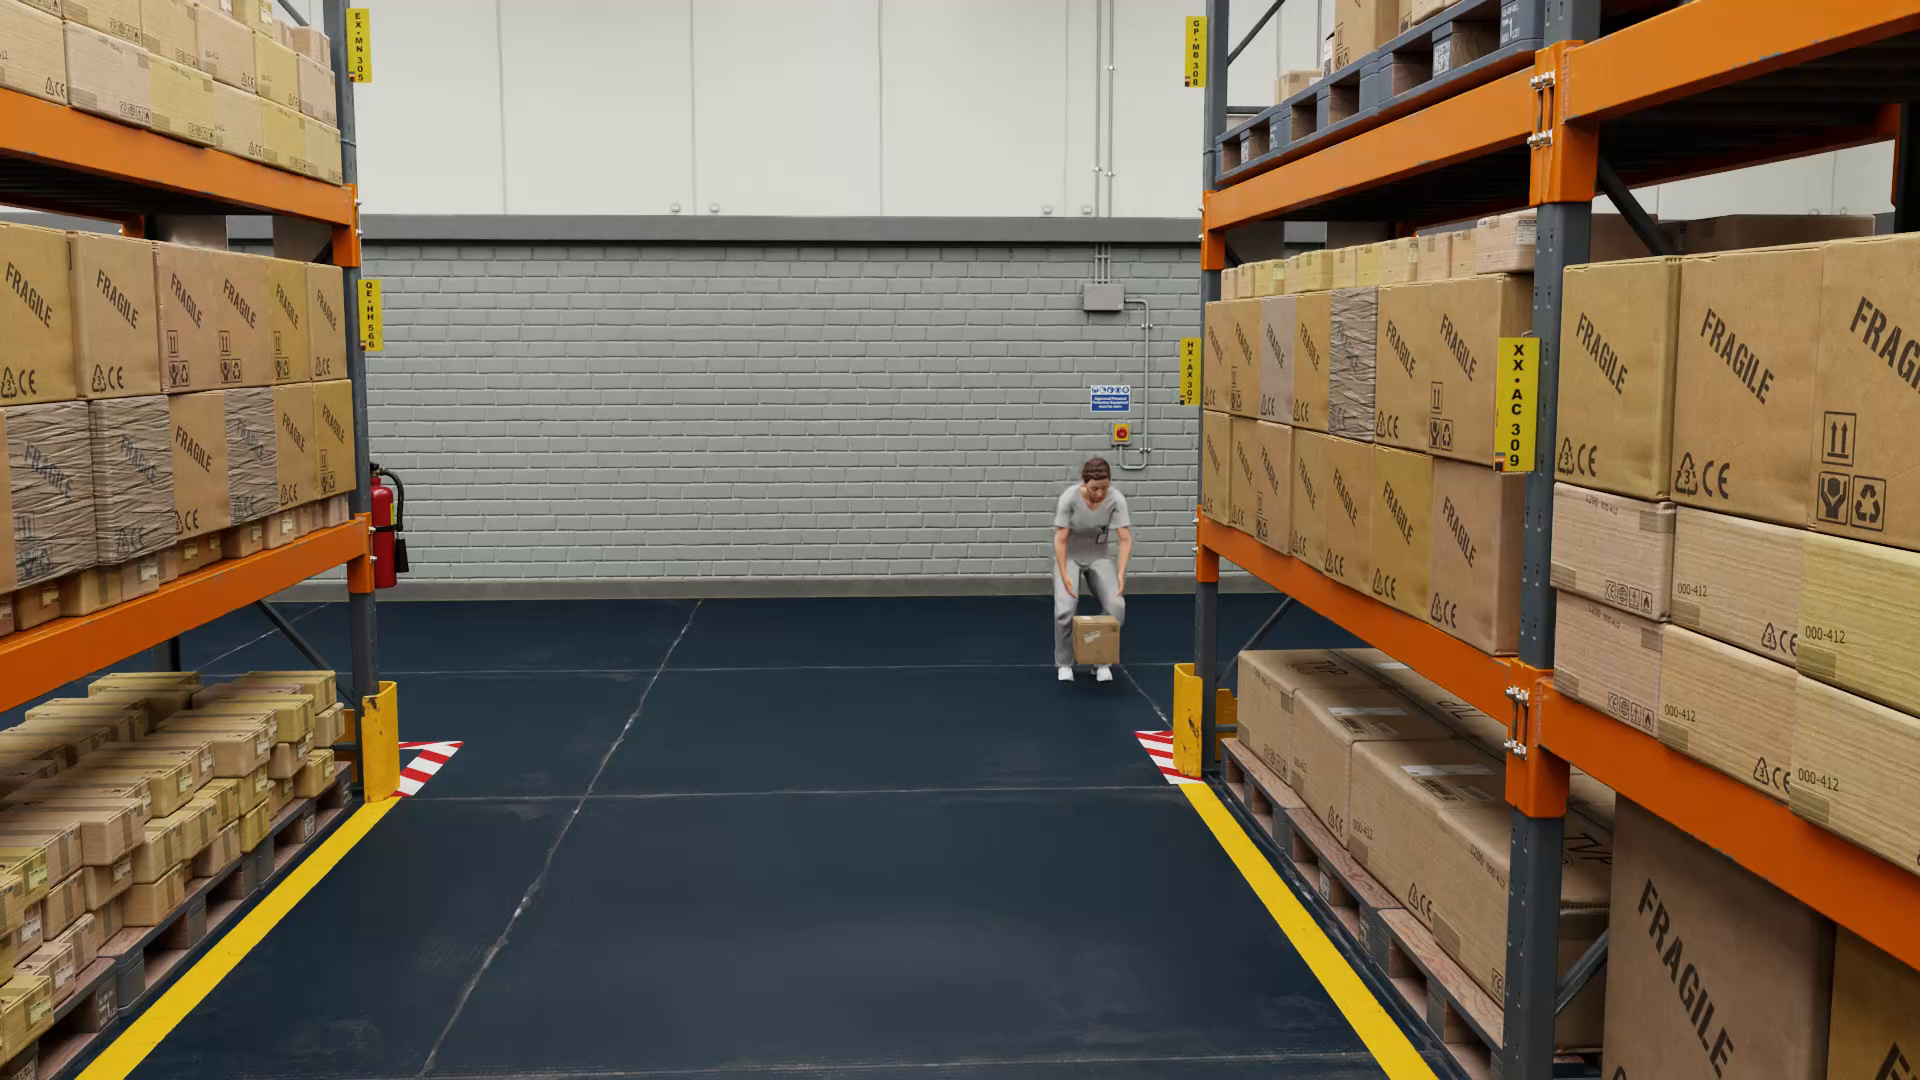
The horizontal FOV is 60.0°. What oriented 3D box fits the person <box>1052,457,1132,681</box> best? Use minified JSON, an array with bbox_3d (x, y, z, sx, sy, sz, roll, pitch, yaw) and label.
[{"bbox_3d":[0.822,0.175,10.413,0.490,1.418,0.615,0,7,-3],"label":"person"}]
